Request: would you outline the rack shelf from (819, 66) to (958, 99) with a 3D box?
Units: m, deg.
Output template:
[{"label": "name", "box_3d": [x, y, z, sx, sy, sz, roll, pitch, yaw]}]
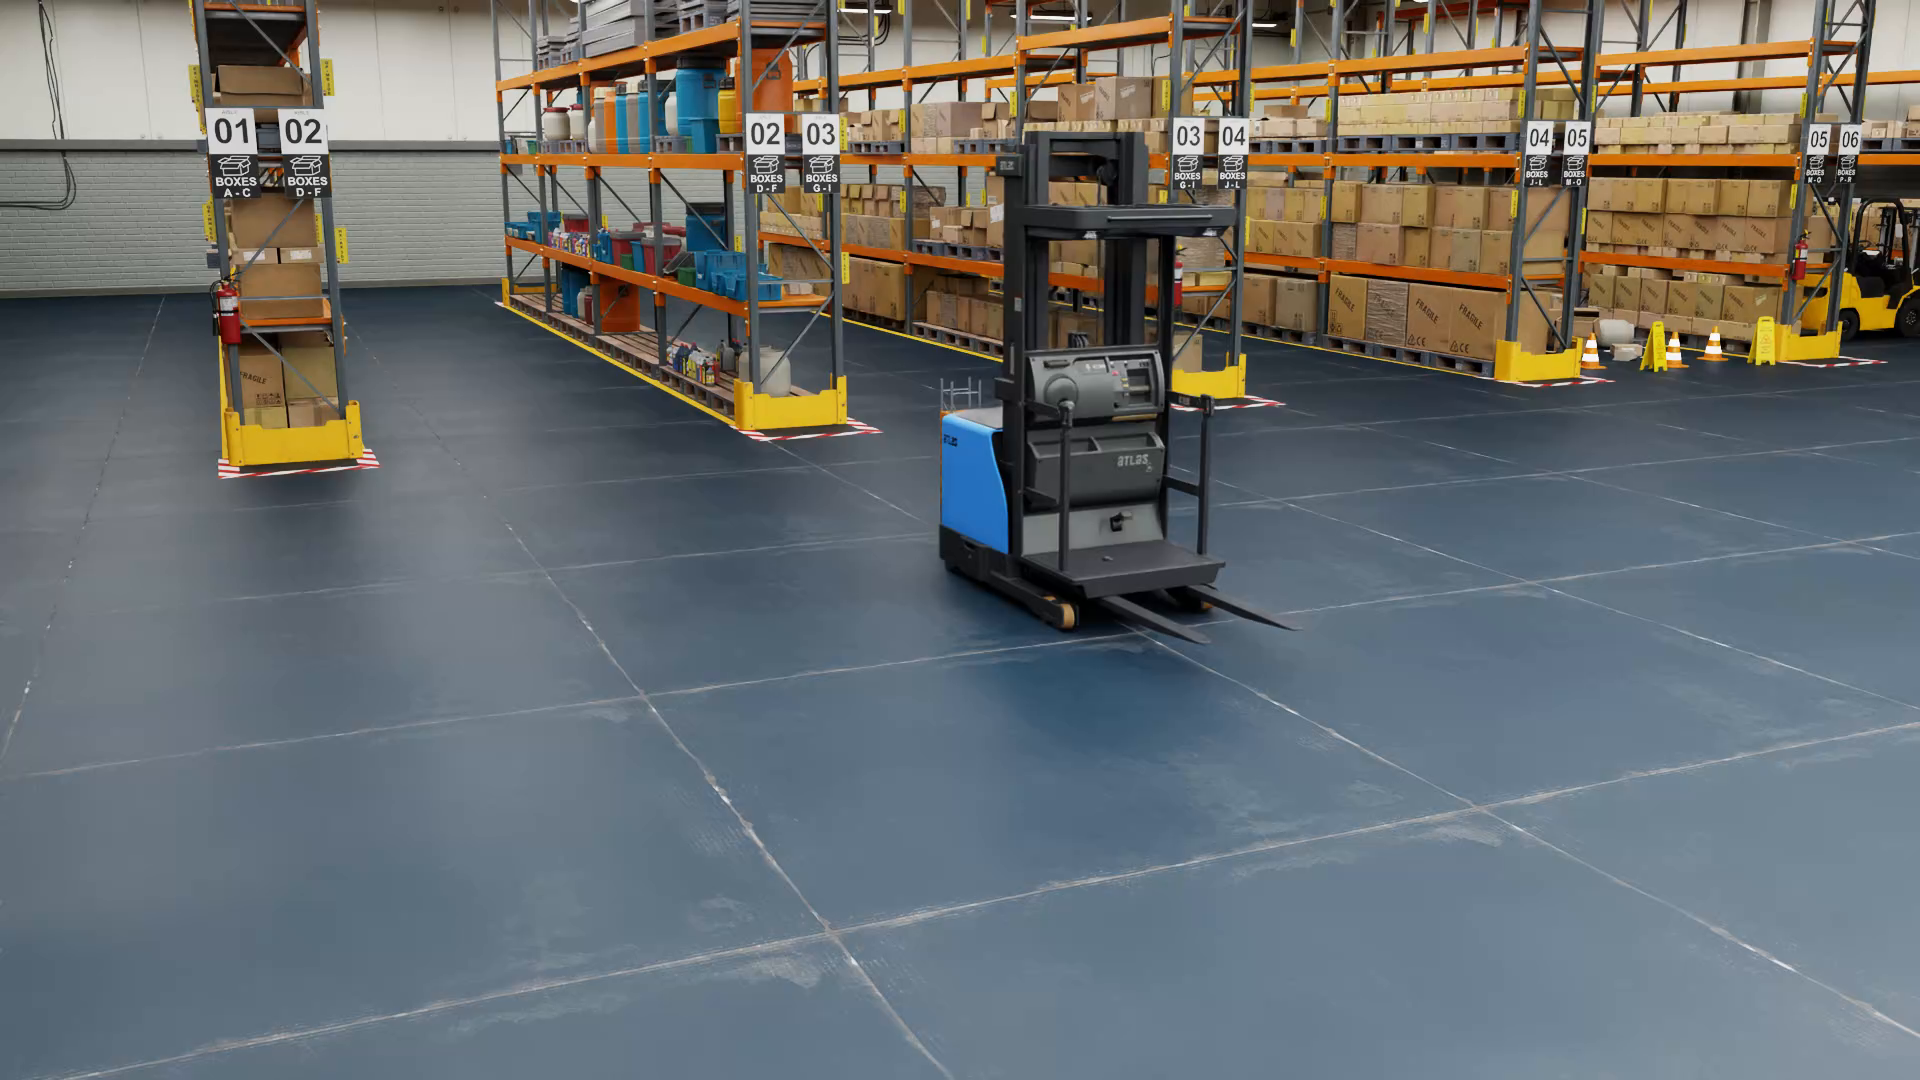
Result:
[{"label": "rack shelf", "box_3d": [-1.185, -7.566, 27.585, 1.077, 0.370, 4.000, -6, 14, -23]}]

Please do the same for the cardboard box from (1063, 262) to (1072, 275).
[{"label": "cardboard box", "box_3d": [1.552, -3.499, 21.392, 0.380, 0.149, 0.250, -6, 14, -23]}]

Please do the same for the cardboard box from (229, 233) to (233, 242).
[{"label": "cardboard box", "box_3d": [-7.829, -3.295, 18.293, 0.380, 0.149, 0.250, -5, 14, -22]}]

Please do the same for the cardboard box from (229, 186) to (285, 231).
[{"label": "cardboard box", "box_3d": [-7.676, -3.644, 18.365, 0.700, 0.500, 0.500, -6, 14, -23]}]

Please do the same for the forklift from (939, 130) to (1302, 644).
[{"label": "forklift", "box_3d": [0.951, -0.994, 10.164, 1.130, 2.935, 3.031, -6, 14, -25]}]

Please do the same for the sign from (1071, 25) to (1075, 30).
[{"label": "sign", "box_3d": [2.094, -9.400, 30.780, 0.100, 0.325, 0.005, -6, 14, -23]}]

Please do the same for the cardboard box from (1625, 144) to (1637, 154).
[{"label": "cardboard box", "box_3d": [10.453, -5.996, 25.529, 0.380, 0.149, 0.250, -6, 14, -23]}]

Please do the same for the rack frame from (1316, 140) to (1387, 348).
[{"label": "rack frame", "box_3d": [5.803, -4.376, 24.625, 1.000, 3.000, 0.127, -6, 14, -23]}]

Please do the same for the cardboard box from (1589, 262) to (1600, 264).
[{"label": "cardboard box", "box_3d": [12.675, -5.555, 32.893, 0.380, 0.149, 0.250, -6, 15, -26]}]

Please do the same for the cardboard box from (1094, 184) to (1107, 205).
[{"label": "cardboard box", "box_3d": [1.970, -4.101, 20.337, 0.500, 0.500, 0.500, -6, 14, -23]}]

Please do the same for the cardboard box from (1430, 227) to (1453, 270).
[{"label": "cardboard box", "box_3d": [6.866, -3.934, 22.382, 0.875, 0.550, 0.550, -6, 14, -23]}]

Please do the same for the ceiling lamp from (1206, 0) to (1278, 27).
[{"label": "ceiling lamp", "box_3d": [6.831, -13.882, 39.449, 2.000, 3.185, 0.800, -6, 14, -23]}]

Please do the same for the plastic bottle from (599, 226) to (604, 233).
[{"label": "plastic bottle", "box_3d": [-5.856, -4.970, 27.300, 0.144, 0.351, 0.185, -6, 14, -23]}]

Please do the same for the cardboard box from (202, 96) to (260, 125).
[{"label": "cardboard box", "box_3d": [-6.961, -4.104, 15.886, 0.500, 0.250, 0.500, -6, 14, -23]}]

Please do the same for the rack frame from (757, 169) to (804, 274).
[{"label": "rack frame", "box_3d": [-3.589, -6.428, 33.491, 1.000, 3.000, 0.127, -6, 14, -23]}]

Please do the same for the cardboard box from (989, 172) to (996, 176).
[{"label": "cardboard box", "box_3d": [0.933, -7.419, 34.675, 0.500, 0.500, 0.500, -6, 14, -23]}]

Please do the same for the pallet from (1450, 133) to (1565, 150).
[{"label": "pallet", "box_3d": [7.099, -5.120, 21.384, 1.003, 0.211, 1.213, -6, 14, -23]}]

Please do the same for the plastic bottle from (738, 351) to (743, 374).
[{"label": "plastic bottle", "box_3d": [-2.627, -2.135, 19.992, 0.061, 0.283, 0.133, -6, 14, -23]}]

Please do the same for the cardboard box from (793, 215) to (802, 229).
[{"label": "cardboard box", "box_3d": [-2.818, -5.953, 31.112, 0.500, 0.250, 0.500, -5, 14, -22]}]

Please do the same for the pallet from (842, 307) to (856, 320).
[{"label": "pallet", "box_3d": [-1.608, -4.090, 29.576, 1.003, 0.211, 1.213, -6, 14, -23]}]

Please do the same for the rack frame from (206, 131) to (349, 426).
[{"label": "rack frame", "box_3d": [-6.258, -2.228, 15.346, 1.000, 3.000, 0.127, -6, 14, -23]}]

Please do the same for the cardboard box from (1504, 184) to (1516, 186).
[{"label": "cardboard box", "box_3d": [9.610, -6.072, 28.702, 0.380, 0.149, 0.250, -6, 14, -26]}]

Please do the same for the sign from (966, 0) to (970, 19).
[{"label": "sign", "box_3d": [0.109, -8.243, 25.780, 0.100, 0.325, 0.005, -6, 14, -23]}]

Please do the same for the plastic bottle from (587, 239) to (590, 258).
[{"label": "plastic bottle", "box_3d": [-5.475, -4.316, 24.625, 0.061, 0.283, 0.133, -6, 14, -23]}]

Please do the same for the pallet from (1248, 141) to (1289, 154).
[{"label": "pallet", "box_3d": [4.958, -6.213, 26.327, 1.003, 0.211, 1.213, -5, 14, -20]}]

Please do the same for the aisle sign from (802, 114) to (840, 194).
[{"label": "aisle sign", "box_3d": [-1.420, -3.953, 17.032, 0.394, 0.787, 0.004, -6, 14, -23]}]

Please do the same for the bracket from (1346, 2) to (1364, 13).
[{"label": "bracket", "box_3d": [9.625, -12.969, 40.466, 0.235, 0.232, 0.430, -6, 14, -23]}]

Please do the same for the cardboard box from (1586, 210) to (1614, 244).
[{"label": "cardboard box", "box_3d": [10.219, -4.921, 26.100, 0.500, 0.500, 0.500, -6, 14, -23]}]

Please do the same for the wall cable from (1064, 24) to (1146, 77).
[{"label": "wall cable", "box_3d": [3.645, -11.463, 41.941, 2.355, 3.000, 0.029, -6, 14, -23]}]

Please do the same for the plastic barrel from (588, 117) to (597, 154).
[{"label": "plastic barrel", "box_3d": [-5.078, -5.752, 23.669, 0.421, 0.512, 0.421, 0, 13, 0]}]

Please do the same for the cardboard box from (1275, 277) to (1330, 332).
[{"label": "cardboard box", "box_3d": [5.472, -3.605, 25.350, 1.050, 0.750, 0.750, -6, 14, -23]}]

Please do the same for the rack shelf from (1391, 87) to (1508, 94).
[{"label": "rack shelf", "box_3d": [10.839, -9.930, 36.919, 1.077, 0.370, 4.000, -6, 14, -23]}]

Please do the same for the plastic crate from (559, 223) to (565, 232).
[{"label": "plastic crate", "box_3d": [-6.967, -5.458, 29.429, 0.437, 0.282, 0.530, -6, 14, -23]}]

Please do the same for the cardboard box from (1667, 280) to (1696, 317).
[{"label": "cardboard box", "box_3d": [10.933, -3.602, 24.785, 0.500, 0.500, 0.500, -6, 14, -24]}]

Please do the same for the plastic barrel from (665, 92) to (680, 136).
[{"label": "plastic barrel", "box_3d": [-3.327, -5.115, 19.987, 0.421, 0.512, 0.421, 0, 13, 0]}]

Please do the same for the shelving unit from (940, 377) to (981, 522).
[{"label": "shelving unit", "box_3d": [0.006, -0.582, 12.222, 0.258, 1.200, 0.189, -6, 14, -23]}]

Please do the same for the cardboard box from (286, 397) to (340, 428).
[{"label": "cardboard box", "box_3d": [-6.269, -1.224, 16.174, 0.500, 0.250, 0.500, -6, 14, -23]}]

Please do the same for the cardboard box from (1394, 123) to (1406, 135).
[{"label": "cardboard box", "box_3d": [6.150, -5.599, 22.662, 0.380, 0.149, 0.250, -6, 14, -23]}]

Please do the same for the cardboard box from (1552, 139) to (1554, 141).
[{"label": "cardboard box", "box_3d": [9.734, -6.649, 27.197, 0.500, 0.250, 0.500, -5, 14, -22]}]

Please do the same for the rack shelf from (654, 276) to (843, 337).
[{"label": "rack shelf", "box_3d": [-2.519, -2.738, 19.142, 1.077, 0.370, 4.000, -6, 14, -23]}]

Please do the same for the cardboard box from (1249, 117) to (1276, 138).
[{"label": "cardboard box", "box_3d": [4.696, -6.495, 26.171, 0.500, 0.311, 0.500, -6, 14, -24]}]

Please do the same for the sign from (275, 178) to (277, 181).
[{"label": "sign", "box_3d": [-12.150, -6.298, 29.661, 0.100, 0.325, 0.005, -6, 14, -23]}]

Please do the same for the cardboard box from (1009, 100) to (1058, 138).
[{"label": "cardboard box", "box_3d": [1.121, -5.771, 22.840, 0.797, 0.503, 0.637, -6, 14, -26]}]

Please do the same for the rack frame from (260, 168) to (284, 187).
[{"label": "rack frame", "box_3d": [-11.065, -4.708, 26.058, 1.000, 3.000, 0.127, -6, 14, -23]}]

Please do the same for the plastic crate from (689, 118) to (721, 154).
[{"label": "plastic crate", "box_3d": [-2.757, -4.495, 18.524, 0.392, 0.384, 0.575, -6, 14, -23]}]

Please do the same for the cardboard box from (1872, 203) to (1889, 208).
[{"label": "cardboard box", "box_3d": [15.137, -5.499, 27.155, 0.380, 0.149, 0.250, -6, 14, -24]}]

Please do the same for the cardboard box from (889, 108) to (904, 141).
[{"label": "cardboard box", "box_3d": [-0.694, -6.611, 26.469, 0.797, 0.503, 0.637, -5, 14, -20]}]

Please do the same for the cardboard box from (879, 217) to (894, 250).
[{"label": "cardboard box", "box_3d": [-1.003, -5.007, 27.130, 0.500, 0.500, 0.500, -6, 14, -23]}]

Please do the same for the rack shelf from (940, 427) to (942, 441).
[{"label": "rack shelf", "box_3d": [0.006, -0.772, 12.178, 0.258, 0.103, 0.180, -6, 14, -23]}]

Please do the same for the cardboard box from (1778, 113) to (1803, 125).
[{"label": "cardboard box", "box_3d": [11.495, -5.788, 22.863, 0.380, 0.149, 0.250, -5, 14, -22]}]

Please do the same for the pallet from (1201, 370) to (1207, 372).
[{"label": "pallet", "box_3d": [2.497, -1.951, 20.330, 1.003, 0.211, 1.213, -6, 14, -23]}]

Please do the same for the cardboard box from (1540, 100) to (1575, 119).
[{"label": "cardboard box", "box_3d": [7.448, -5.459, 21.171, 0.500, 0.250, 0.500, -6, 14, -23]}]

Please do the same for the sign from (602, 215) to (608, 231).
[{"label": "sign", "box_3d": [-6.020, -5.338, 28.169, 0.100, 0.325, 0.005, -6, 14, -23]}]

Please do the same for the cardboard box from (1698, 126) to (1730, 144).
[{"label": "cardboard box", "box_3d": [11.036, -5.843, 23.983, 0.500, 0.250, 0.500, -5, 14, -21]}]

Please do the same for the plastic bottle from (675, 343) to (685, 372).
[{"label": "plastic bottle", "box_3d": [-3.377, -2.221, 20.213, 0.144, 0.351, 0.185, -5, 14, -21]}]

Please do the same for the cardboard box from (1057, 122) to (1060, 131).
[{"label": "cardboard box", "box_3d": [1.462, -5.283, 21.338, 0.380, 0.149, 0.250, -5, 14, -21]}]

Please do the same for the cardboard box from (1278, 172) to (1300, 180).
[{"label": "cardboard box", "box_3d": [6.679, -7.383, 33.741, 0.380, 0.149, 0.250, -6, 14, -24]}]

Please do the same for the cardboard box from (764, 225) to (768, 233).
[{"label": "cardboard box", "box_3d": [-3.645, -6.150, 32.845, 0.380, 0.149, 0.250, -6, 14, -24]}]
